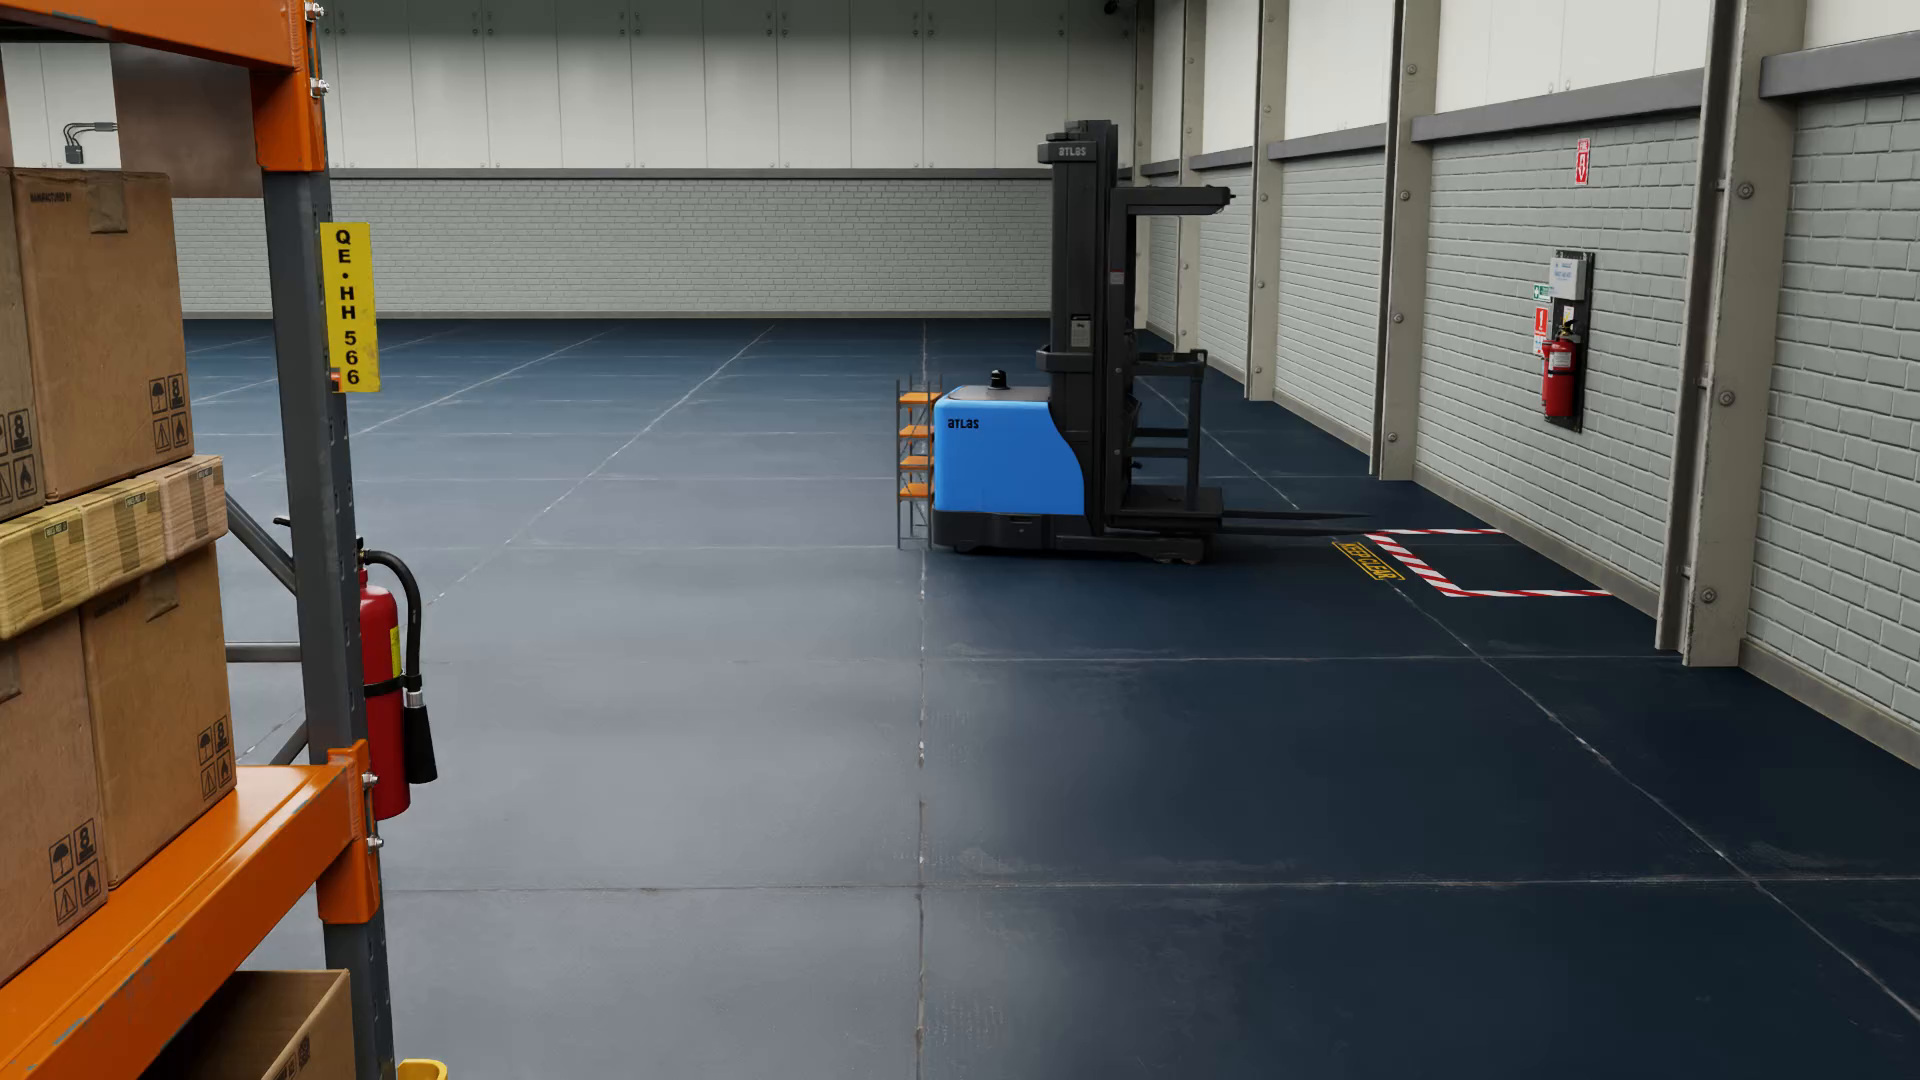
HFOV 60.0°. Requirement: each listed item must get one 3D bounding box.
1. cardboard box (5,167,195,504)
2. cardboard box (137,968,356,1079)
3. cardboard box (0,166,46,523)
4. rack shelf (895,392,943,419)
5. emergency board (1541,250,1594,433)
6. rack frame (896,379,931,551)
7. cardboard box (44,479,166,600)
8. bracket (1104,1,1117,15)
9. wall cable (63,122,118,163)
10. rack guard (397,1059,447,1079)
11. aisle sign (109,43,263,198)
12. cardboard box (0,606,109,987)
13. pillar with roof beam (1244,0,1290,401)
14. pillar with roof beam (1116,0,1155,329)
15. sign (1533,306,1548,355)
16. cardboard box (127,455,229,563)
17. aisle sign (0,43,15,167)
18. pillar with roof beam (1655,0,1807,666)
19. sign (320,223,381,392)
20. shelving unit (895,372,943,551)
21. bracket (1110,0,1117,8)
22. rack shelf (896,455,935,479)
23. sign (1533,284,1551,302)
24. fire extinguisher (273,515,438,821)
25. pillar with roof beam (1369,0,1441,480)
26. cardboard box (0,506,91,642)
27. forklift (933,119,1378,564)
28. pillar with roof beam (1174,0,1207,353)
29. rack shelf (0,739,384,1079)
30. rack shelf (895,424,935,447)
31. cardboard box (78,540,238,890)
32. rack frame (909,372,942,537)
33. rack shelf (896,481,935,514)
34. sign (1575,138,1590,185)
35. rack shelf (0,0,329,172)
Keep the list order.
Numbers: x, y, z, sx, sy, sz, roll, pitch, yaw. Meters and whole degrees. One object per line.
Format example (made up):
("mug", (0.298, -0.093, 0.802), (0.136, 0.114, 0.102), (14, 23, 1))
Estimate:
("cardboard box", (-1.727, -0.347, 2.709), (0.700, 0.500, 0.500), (0, 11, -1))
("cardboard box", (-1.416, 1.114, 2.995), (0.500, 0.500, 0.500), (0, 11, -1))
("cardboard box", (-1.710, -0.242, 2.193), (0.700, 0.500, 0.500), (-1, 11, -3))
("rack shelf", (-0.285, -0.949, 11.745), (0.258, 0.148, 0.480), (2, 12, 9))
("emergency board", (3.970, -1.335, 11.094), (0.194, 1.169, 0.643), (0, 11, -1))
("rack frame", (-0.323, -0.516, 11.587), (0.240, 1.200, 0.015), (2, 12, 9))
("cardboard box", (-1.519, -0.005, 2.656), (0.380, 0.149, 0.250), (0, 11, 0))
("bracket", (3.075, -10.870, 33.955), (0.235, 0.232, 0.430), (0, 11, -1))
("wall cable", (-17.253, -10.718, 33.705), (2.305, 6.003, 0.169), (0, 11, -1))
("rack guard", (-1.725, 1.455, 3.629), (1.175, 0.500, 0.348), (0, 11, -1))
("aisle sign", (-1.432, -1.053, 3.169), (0.394, 0.787, 0.004), (0, 11, -1))
("cardboard box", (-1.712, 0.383, 2.375), (0.700, 0.500, 0.500), (0, 11, 0))
("pillar with roof beam", (-0.569, -6.151, 19.746), (9.100, 9.000, 0.400), (0, 11, -1))
("pillar with roof beam", (-0.817, -8.537, 31.504), (9.100, 9.000, 0.548), (0, 11, -1))
("sign", (4.062, -1.463, 11.634), (0.001, 0.329, 0.234), (0, 11, -1))
("cardboard box", (-1.526, -0.057, 2.912), (0.380, 0.149, 0.250), (0, 11, -2))
("aisle sign", (-2.032, -1.051, 3.157), (0.394, 0.787, 0.004), (0, 11, -1))
("pillar with roof beam", (-0.321, -3.766, 7.988), (9.100, 9.000, 0.400), (0, 11, -1))
("sign", (-1.182, -0.448, 3.216), (0.100, 0.325, 0.005), (0, 11, -1))
("shelving unit", (-0.285, -0.564, 11.823), (0.258, 1.200, 0.503), (2, 12, 9))
("bracket", (3.087, -10.753, 33.376), (0.076, 0.066, 3.189), (0, 11, -1))
("rack shelf", (-0.285, -0.498, 11.836), (0.258, 0.148, 0.480), (2, 12, 9))
("sign", (4.053, -1.721, 11.577), (0.001, 0.109, 0.331), (0, 11, -1))
("fire extinguisher", (-1.263, 0.247, 3.490), (0.296, 0.674, 0.183), (0, 11, -1))
("pillar with roof beam", (-0.445, -4.958, 13.867), (9.100, 9.000, 0.400), (0, 11, -1))
("cardboard box", (-1.514, 0.046, 2.405), (0.380, 0.149, 0.250), (0, 11, -2))
("forklift", (1.375, -1.387, 11.526), (3.031, 2.935, 1.130), (2, 12, 9))
("pillar with roof beam", (-0.693, -7.344, 25.625), (9.100, 9.000, 0.400), (0, 11, -1))
("rack shelf", (-1.683, 0.985, 1.469), (1.077, 0.370, 4.000), (0, 11, -1))
("rack shelf", (-0.285, -0.718, 11.792), (0.258, 0.148, 0.480), (2, 12, 9))
("cardboard box", (-1.728, 0.279, 2.889), (0.700, 0.500, 0.500), (0, 11, -1))
("rack frame", (-0.247, -0.612, 12.059), (0.240, 1.200, 0.015), (2, 12, 9))
("rack shelf", (-0.285, -0.304, 11.876), (0.258, 0.148, 0.480), (2, 12, 9))
("sign", (4.070, -2.473, 10.873), (0.001, 0.298, 0.199), (0, 11, -1))
("rack shelf", (-1.683, -0.485, 1.171), (1.077, 0.370, 4.000), (0, 11, -1))
